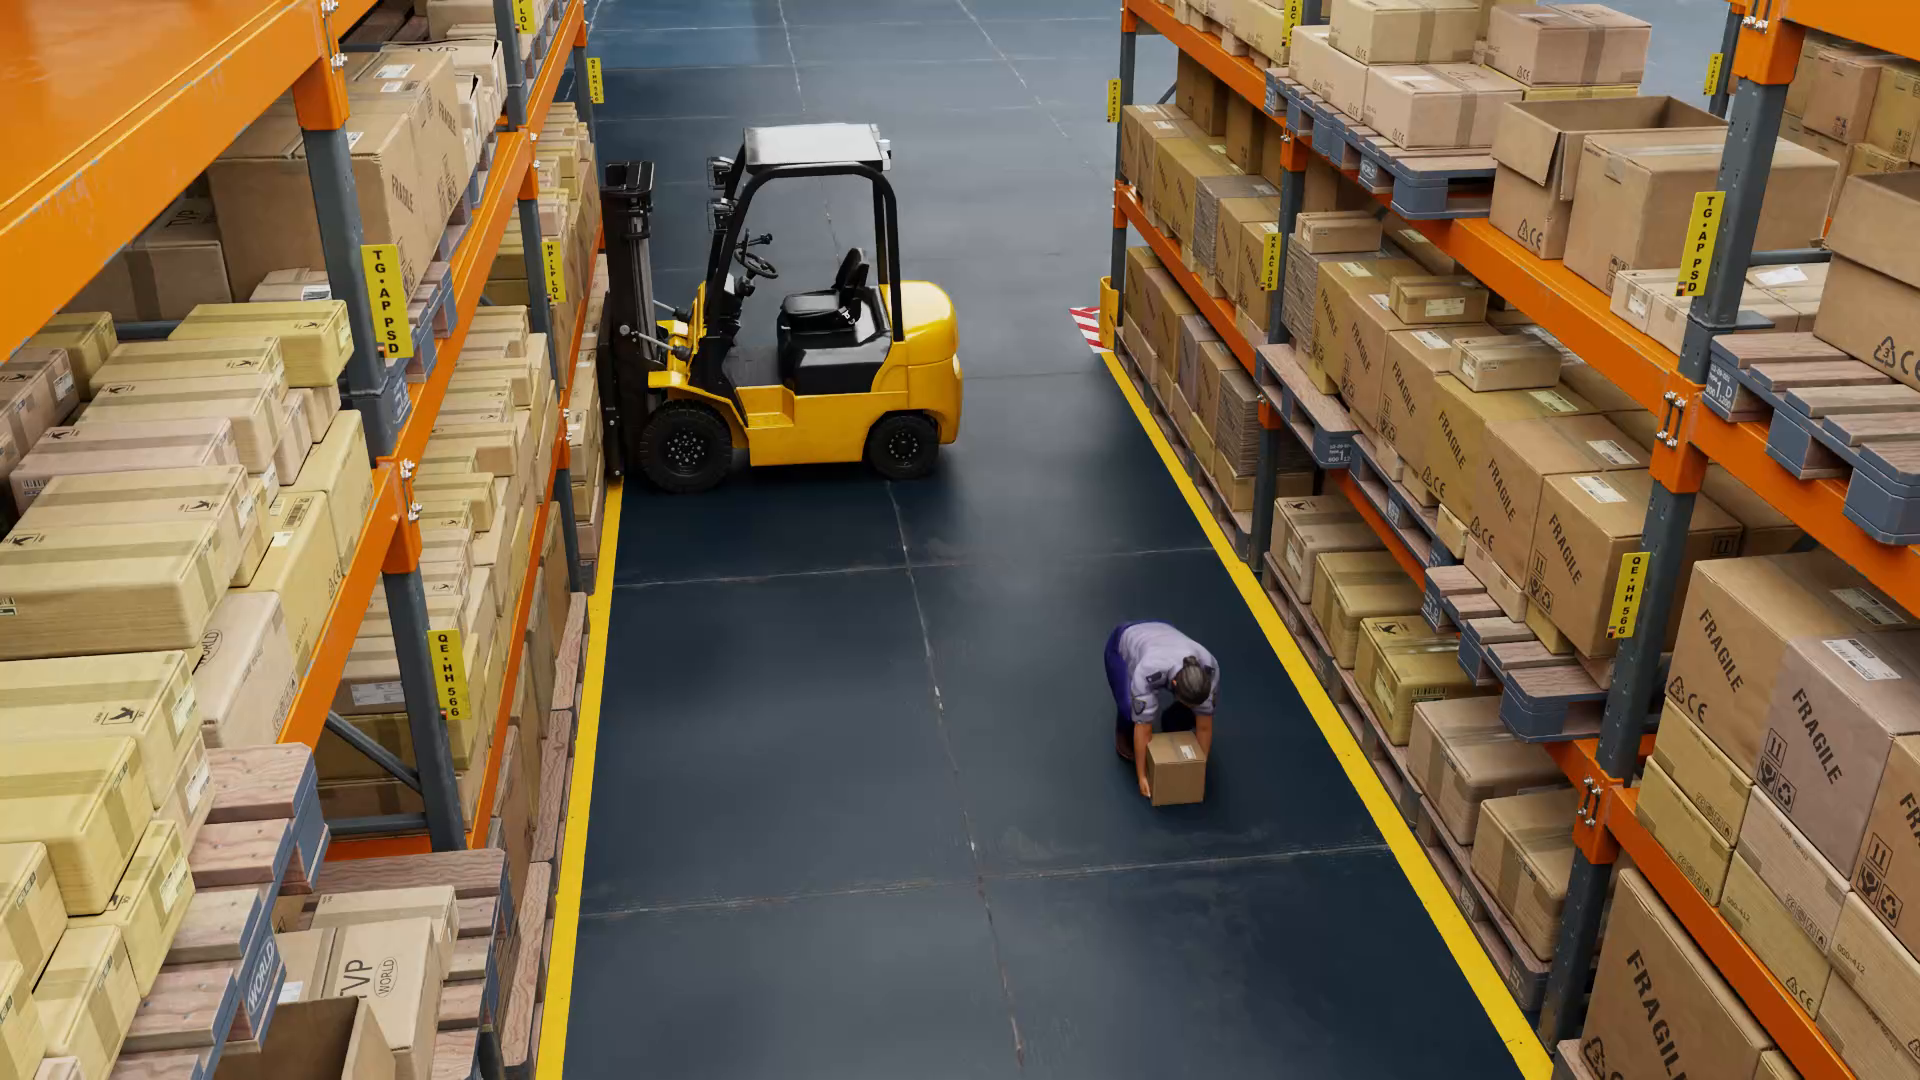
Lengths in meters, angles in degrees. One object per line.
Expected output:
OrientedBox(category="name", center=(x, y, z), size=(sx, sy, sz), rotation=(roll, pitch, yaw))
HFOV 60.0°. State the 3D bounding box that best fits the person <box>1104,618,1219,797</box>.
OrientedBox(category="person", center=(1.004, 0.782, 8.134), size=(0.490, 0.758, 0.792), rotation=(-4, 28, -8))
